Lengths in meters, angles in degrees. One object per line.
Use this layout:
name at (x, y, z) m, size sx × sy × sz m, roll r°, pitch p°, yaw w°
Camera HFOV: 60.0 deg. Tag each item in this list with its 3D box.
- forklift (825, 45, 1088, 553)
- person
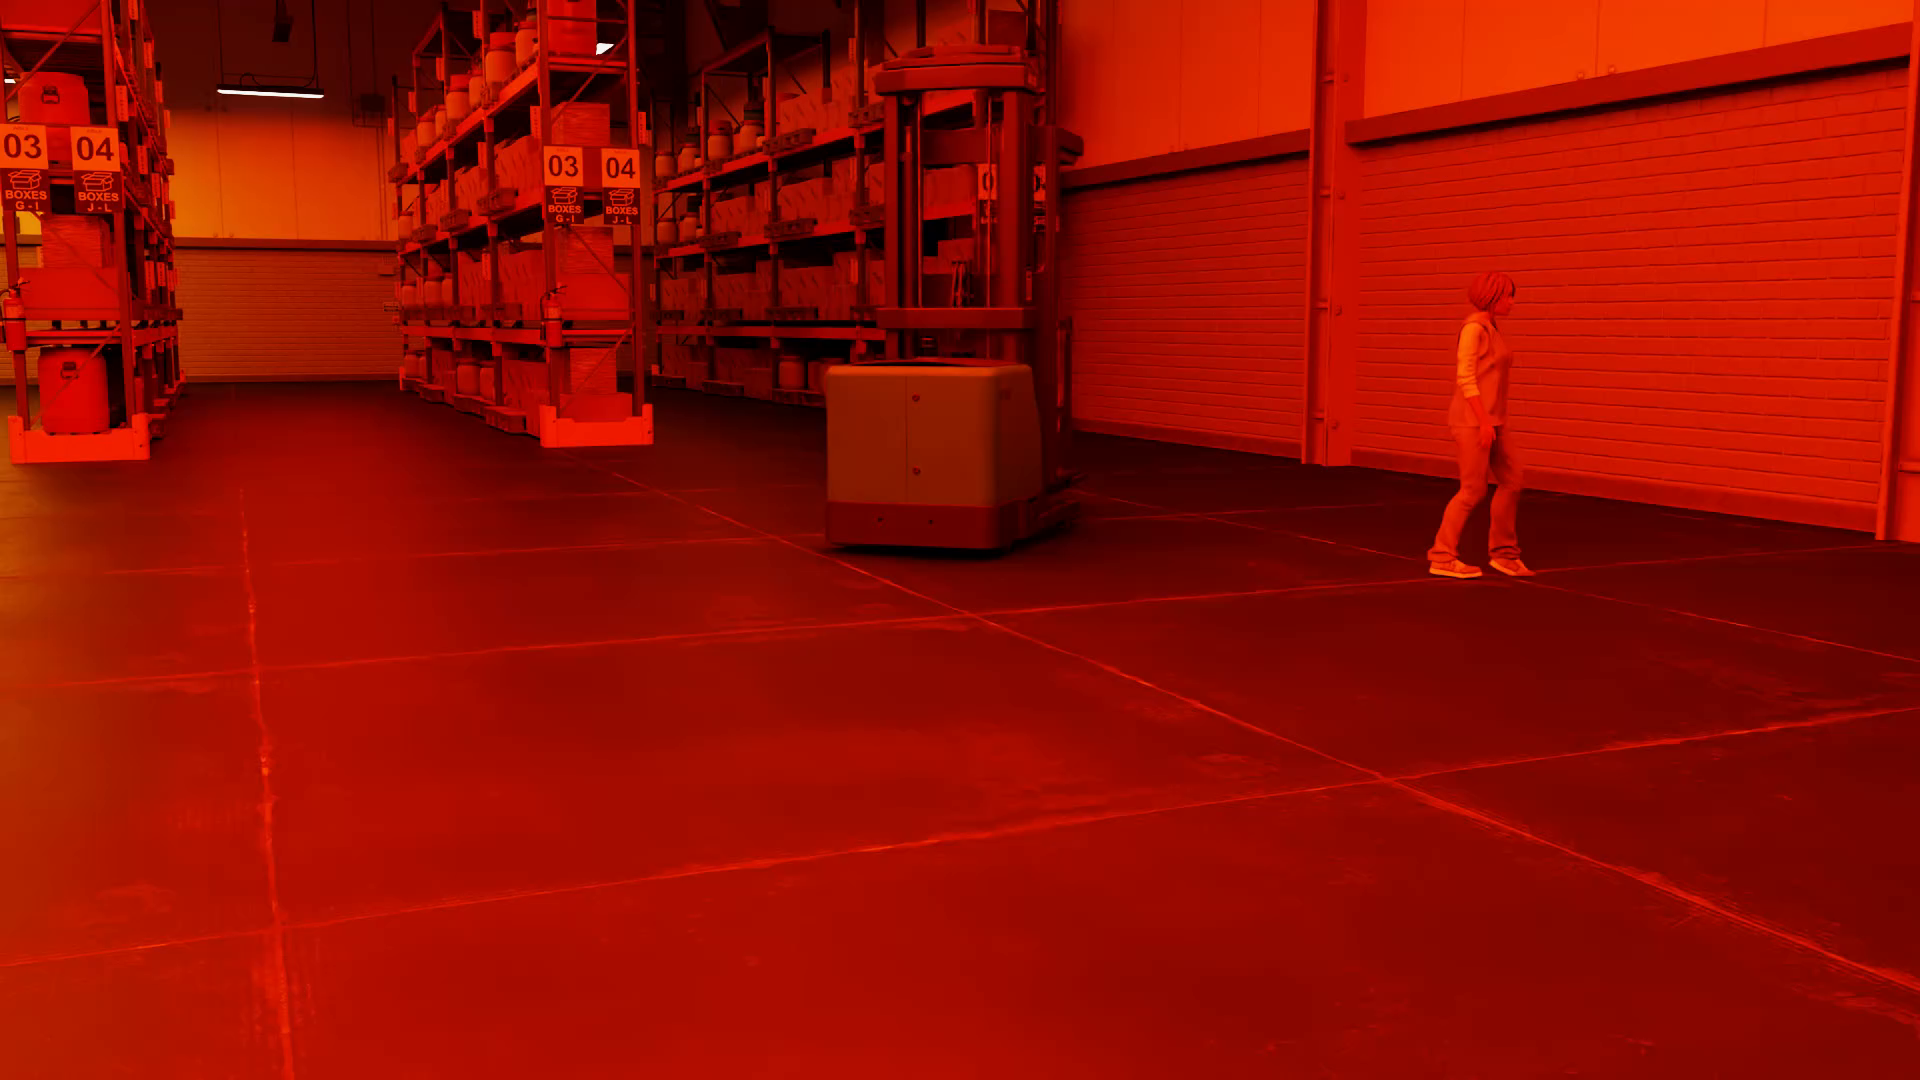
forklift at (0.150, -1.537, 10.595) m, size 1.130 × 2.935 × 3.031 m, roll 2°, pitch 8°, yaw 17°
person at (2.713, -0.567, 8.589) m, size 0.513 × 1.623 × 0.518 m, roll 4°, pitch 9°, yaw 31°
